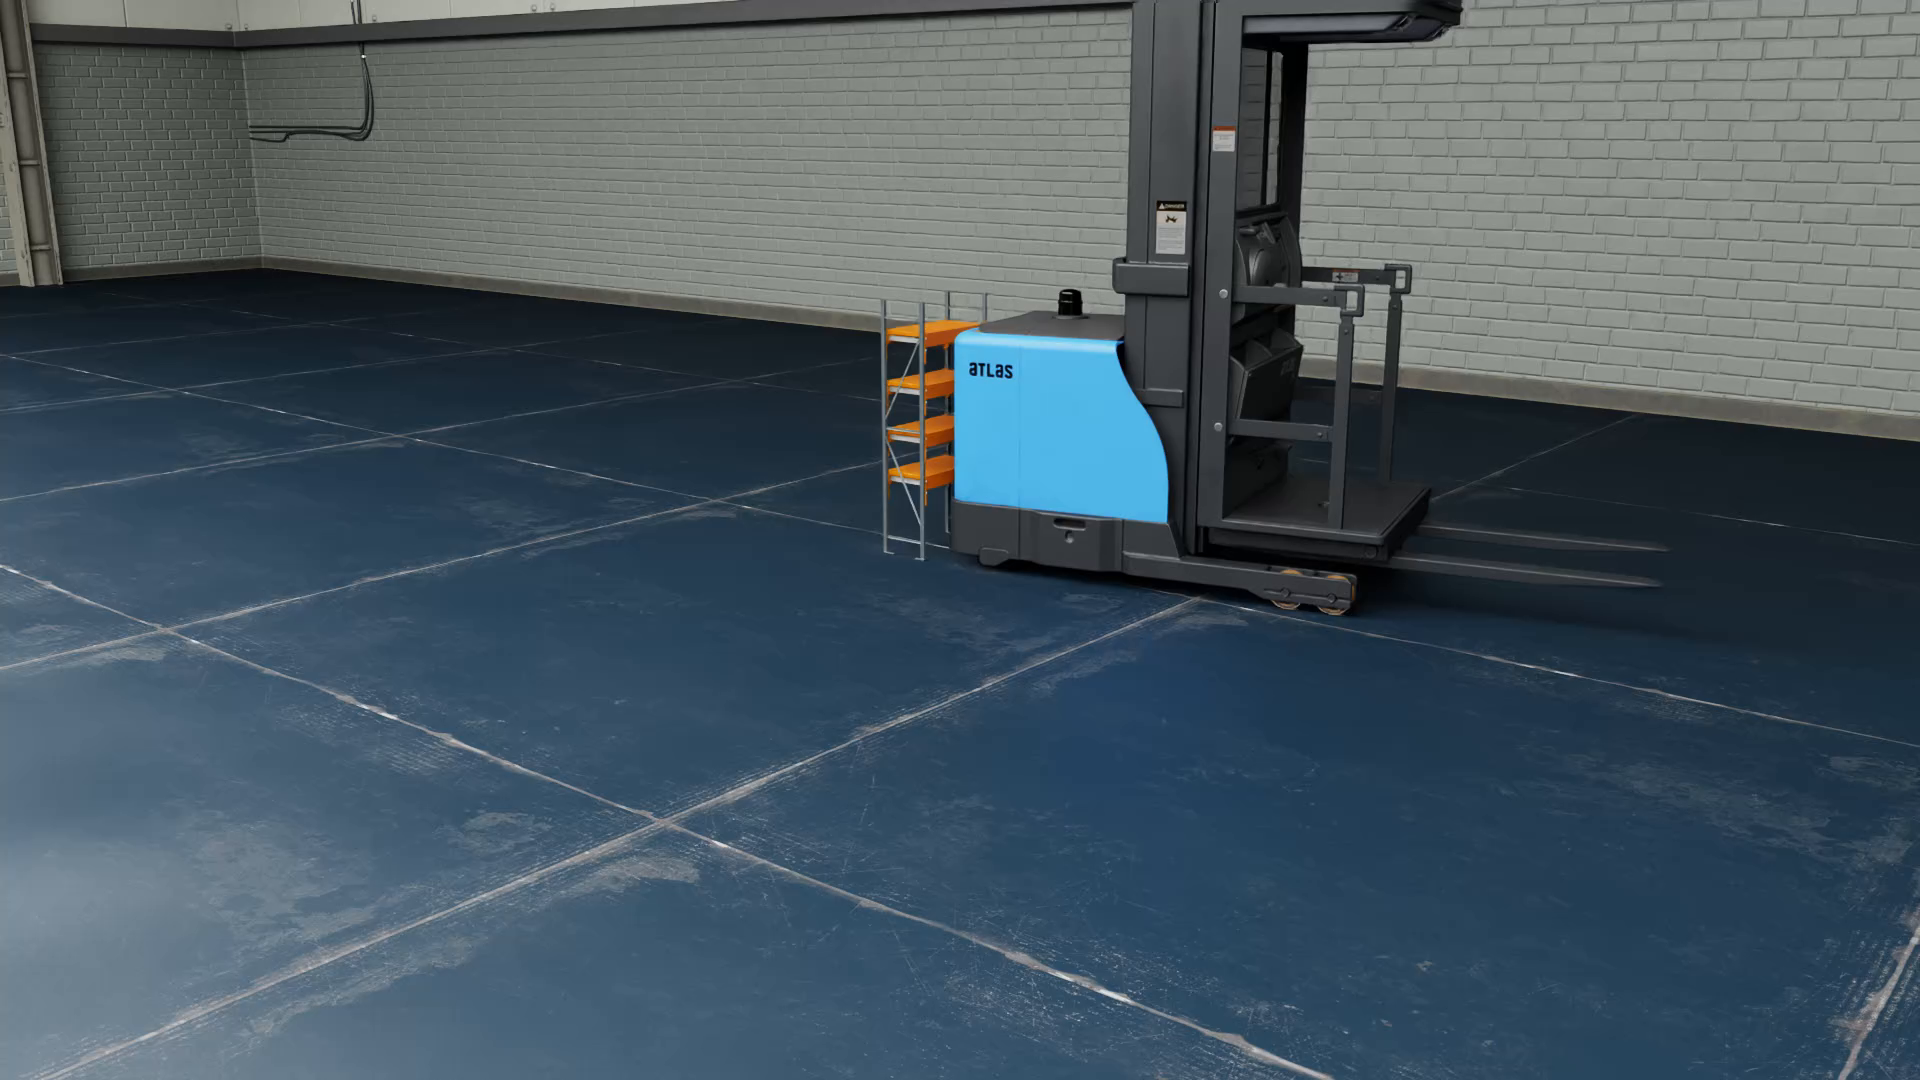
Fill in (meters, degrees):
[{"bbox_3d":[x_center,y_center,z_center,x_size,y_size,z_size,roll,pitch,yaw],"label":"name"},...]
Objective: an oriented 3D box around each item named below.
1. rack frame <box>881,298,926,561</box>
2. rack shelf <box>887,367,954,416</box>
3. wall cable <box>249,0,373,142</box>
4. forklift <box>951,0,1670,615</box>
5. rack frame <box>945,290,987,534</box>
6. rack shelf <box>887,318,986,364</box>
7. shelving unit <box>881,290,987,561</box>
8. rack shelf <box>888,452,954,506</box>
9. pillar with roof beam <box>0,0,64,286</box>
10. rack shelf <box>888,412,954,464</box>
[{"bbox_3d":[-0.260,-0.502,7.662,0.240,1.200,0.015,10,17,35],"label":"rack frame"},{"bbox_3d":[-0.116,-0.702,7.814,0.258,0.148,0.480,10,17,35],"label":"rack shelf"},{"bbox_3d":[-8.471,-6.374,21.244,3.097,2.526,0.112,11,18,38],"label":"wall cable"},{"bbox_3d":[1.517,-1.257,7.119,3.031,2.935,1.130,7,16,24],"label":"forklift"},{"bbox_3d":[0.028,-0.599,8.043,0.240,1.200,0.015,10,17,35],"label":"rack frame"},{"bbox_3d":[-0.116,-0.931,7.756,0.258,0.148,0.480,10,17,35],"label":"rack shelf"},{"bbox_3d":[-0.116,-0.550,7.853,0.258,1.200,0.503,10,17,35],"label":"shelving unit"},{"bbox_3d":[-0.116,-0.293,7.918,0.258,0.148,0.480,10,17,35],"label":"rack shelf"},{"bbox_3d":[-8.002,-6.853,16.824,9.100,9.000,0.400,11,18,38],"label":"pillar with roof beam"},{"bbox_3d":[-0.116,-0.485,7.869,0.258,0.148,0.480,10,17,35],"label":"rack shelf"}]
